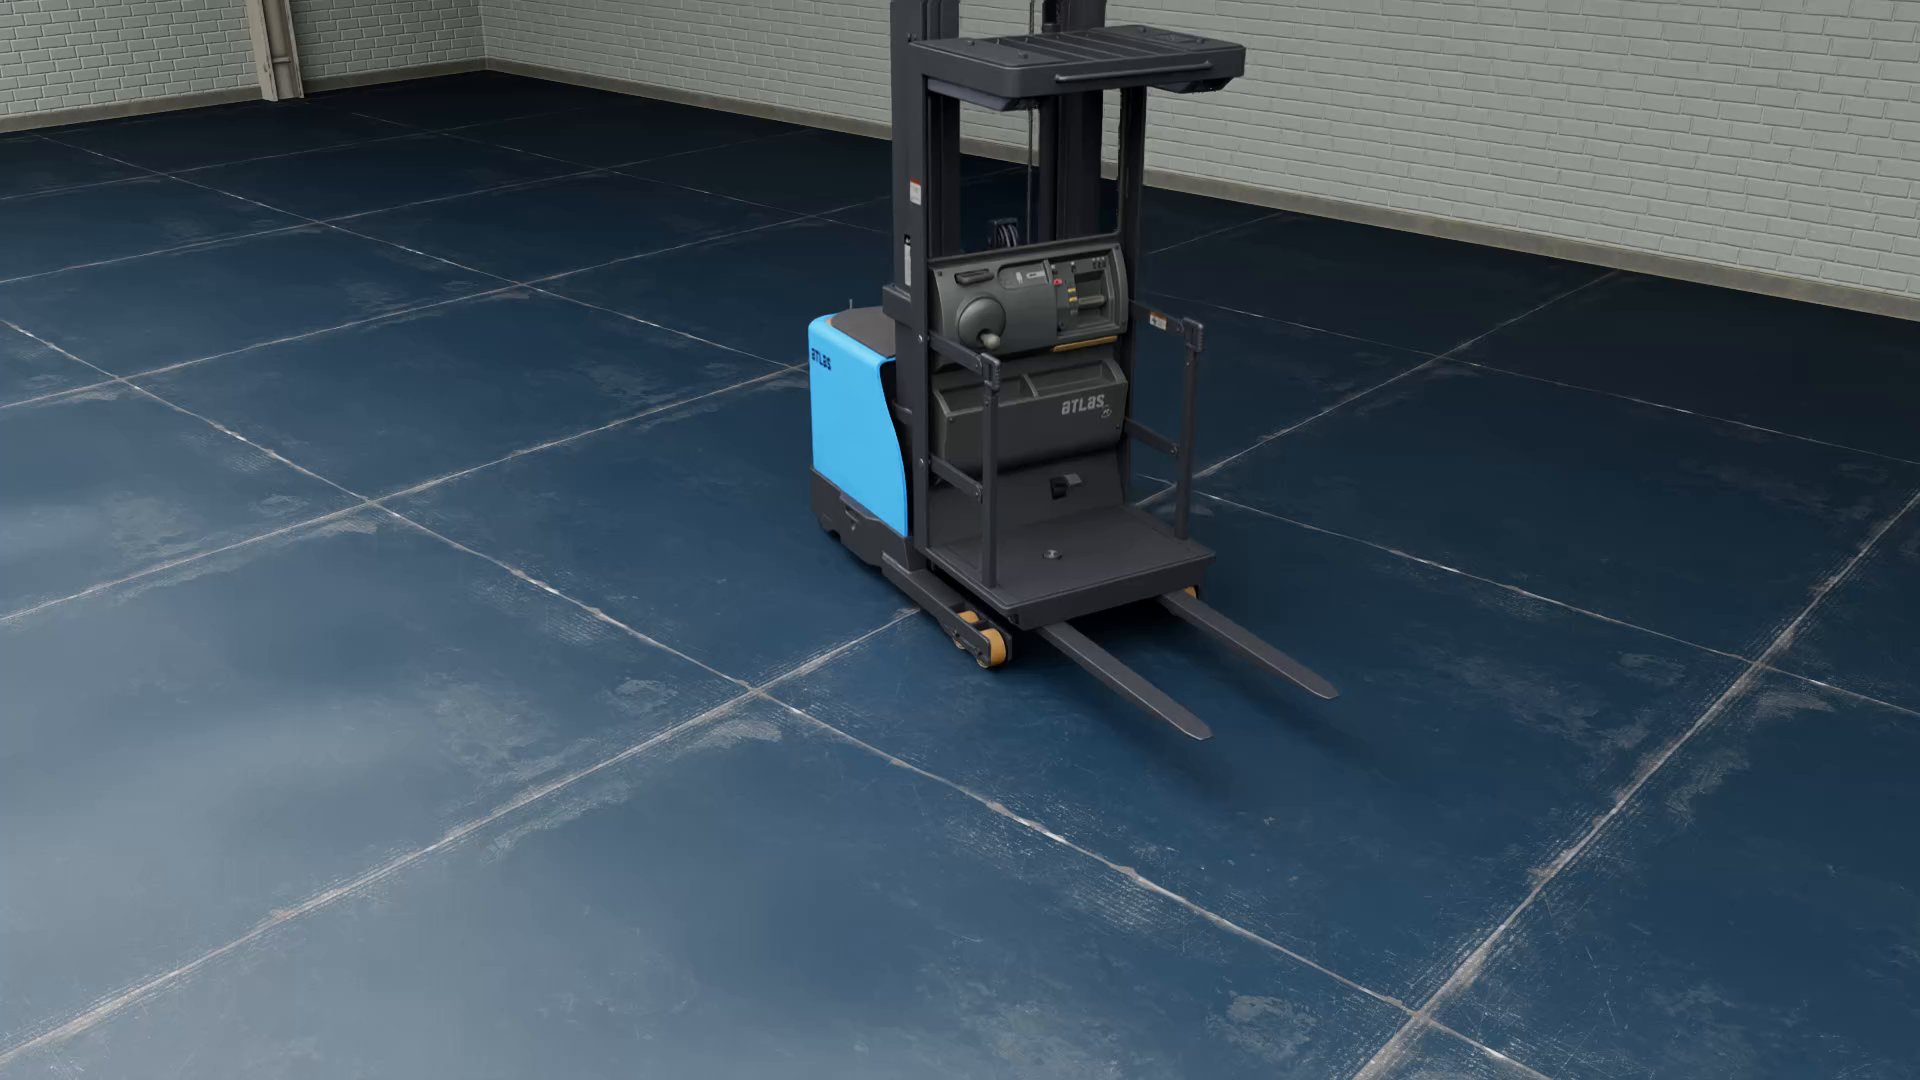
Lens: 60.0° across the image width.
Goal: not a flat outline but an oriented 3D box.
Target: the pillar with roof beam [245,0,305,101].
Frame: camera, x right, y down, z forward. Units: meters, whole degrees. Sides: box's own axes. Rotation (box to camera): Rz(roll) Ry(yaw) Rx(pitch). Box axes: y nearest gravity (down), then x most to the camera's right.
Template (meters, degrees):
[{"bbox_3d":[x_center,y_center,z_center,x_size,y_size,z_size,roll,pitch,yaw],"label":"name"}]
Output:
[{"bbox_3d":[-5.043,-8.320,15.807,9.100,9.000,0.400,20,31,38],"label":"pillar with roof beam"}]

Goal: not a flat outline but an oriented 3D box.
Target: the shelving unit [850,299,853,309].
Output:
[{"bbox_3d":[-0.397,-0.730,8.595,0.252,1.050,0.215,-14,27,-28],"label":"shelving unit"}]

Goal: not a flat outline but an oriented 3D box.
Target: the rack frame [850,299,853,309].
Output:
[{"bbox_3d":[-0.502,-0.705,8.538,0.008,1.050,0.200,-14,27,-28],"label":"rack frame"}]

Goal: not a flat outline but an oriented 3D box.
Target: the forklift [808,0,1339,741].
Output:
[{"bbox_3d":[0.419,-1.009,6.917,1.130,2.935,3.031,-13,27,-27],"label":"forklift"}]
